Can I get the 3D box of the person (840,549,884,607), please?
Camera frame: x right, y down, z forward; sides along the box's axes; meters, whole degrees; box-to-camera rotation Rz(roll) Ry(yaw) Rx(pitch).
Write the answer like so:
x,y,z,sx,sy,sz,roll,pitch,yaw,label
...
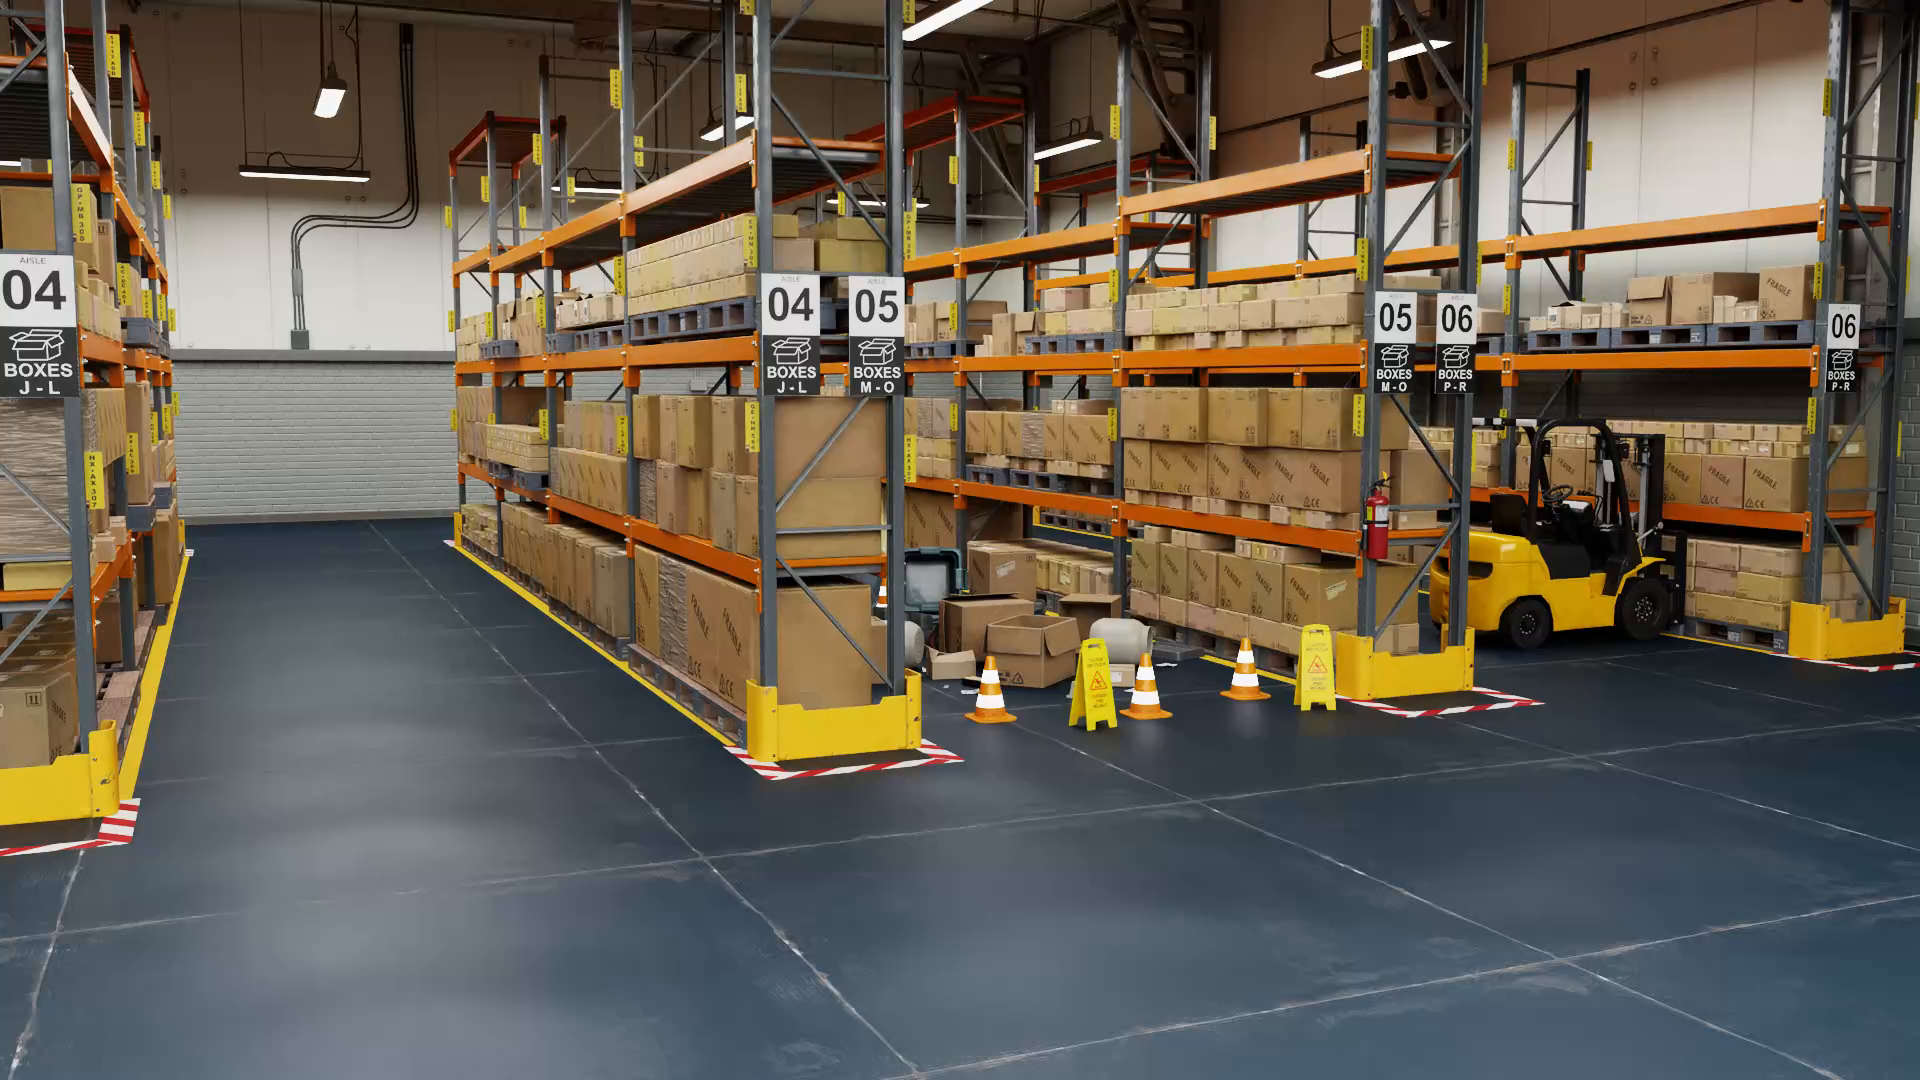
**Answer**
x,y,z,sx,sy,sz,roll,pitch,yaw,label
-1.131,0.344,18.009,0.897,0.926,0.568,-2,6,-24,person
